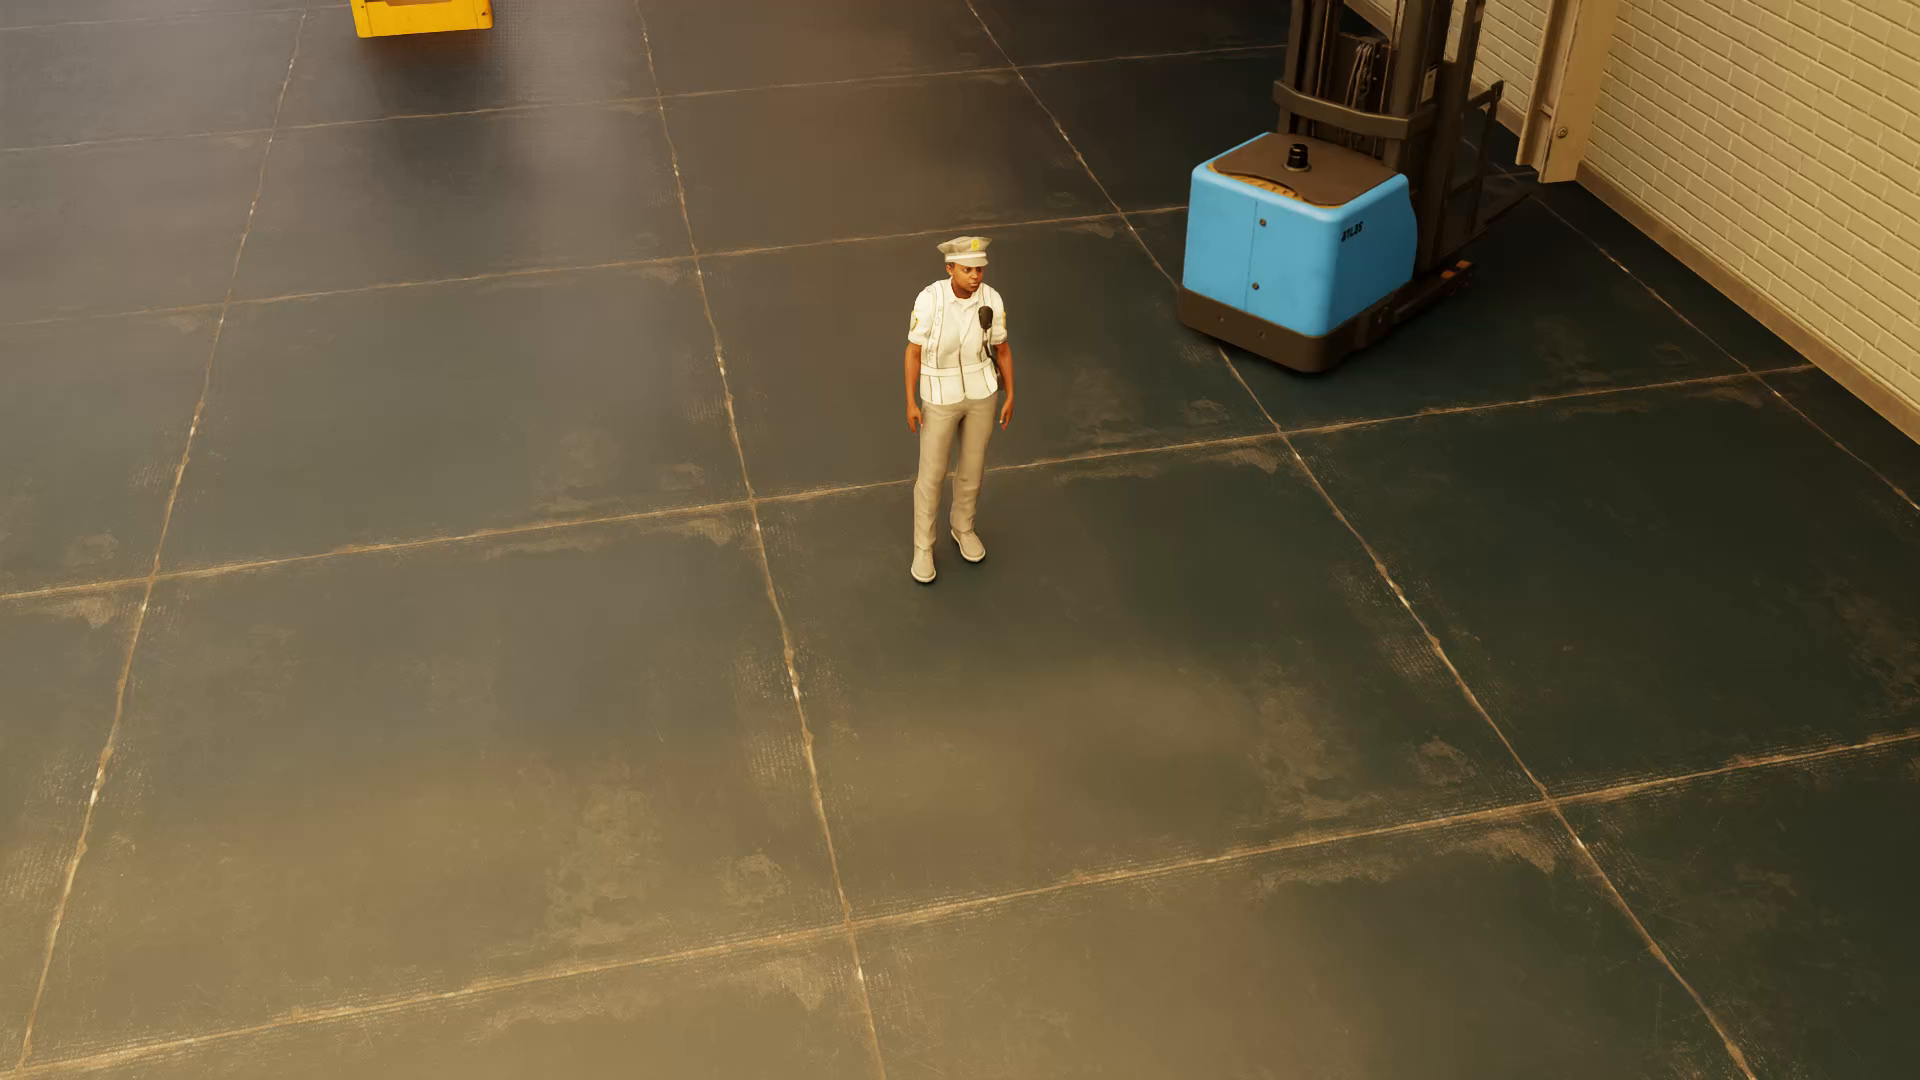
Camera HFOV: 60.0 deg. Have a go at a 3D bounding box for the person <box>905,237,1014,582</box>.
[{"bbox_3d":[-0.002,-0.649,7.998,0.570,1.695,0.530,-8,36,-11],"label":"person"}]

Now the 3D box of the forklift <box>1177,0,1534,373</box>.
[{"bbox_3d":[2.721,-2.944,10.141,1.130,2.935,3.031,29,44,34],"label":"forklift"}]
